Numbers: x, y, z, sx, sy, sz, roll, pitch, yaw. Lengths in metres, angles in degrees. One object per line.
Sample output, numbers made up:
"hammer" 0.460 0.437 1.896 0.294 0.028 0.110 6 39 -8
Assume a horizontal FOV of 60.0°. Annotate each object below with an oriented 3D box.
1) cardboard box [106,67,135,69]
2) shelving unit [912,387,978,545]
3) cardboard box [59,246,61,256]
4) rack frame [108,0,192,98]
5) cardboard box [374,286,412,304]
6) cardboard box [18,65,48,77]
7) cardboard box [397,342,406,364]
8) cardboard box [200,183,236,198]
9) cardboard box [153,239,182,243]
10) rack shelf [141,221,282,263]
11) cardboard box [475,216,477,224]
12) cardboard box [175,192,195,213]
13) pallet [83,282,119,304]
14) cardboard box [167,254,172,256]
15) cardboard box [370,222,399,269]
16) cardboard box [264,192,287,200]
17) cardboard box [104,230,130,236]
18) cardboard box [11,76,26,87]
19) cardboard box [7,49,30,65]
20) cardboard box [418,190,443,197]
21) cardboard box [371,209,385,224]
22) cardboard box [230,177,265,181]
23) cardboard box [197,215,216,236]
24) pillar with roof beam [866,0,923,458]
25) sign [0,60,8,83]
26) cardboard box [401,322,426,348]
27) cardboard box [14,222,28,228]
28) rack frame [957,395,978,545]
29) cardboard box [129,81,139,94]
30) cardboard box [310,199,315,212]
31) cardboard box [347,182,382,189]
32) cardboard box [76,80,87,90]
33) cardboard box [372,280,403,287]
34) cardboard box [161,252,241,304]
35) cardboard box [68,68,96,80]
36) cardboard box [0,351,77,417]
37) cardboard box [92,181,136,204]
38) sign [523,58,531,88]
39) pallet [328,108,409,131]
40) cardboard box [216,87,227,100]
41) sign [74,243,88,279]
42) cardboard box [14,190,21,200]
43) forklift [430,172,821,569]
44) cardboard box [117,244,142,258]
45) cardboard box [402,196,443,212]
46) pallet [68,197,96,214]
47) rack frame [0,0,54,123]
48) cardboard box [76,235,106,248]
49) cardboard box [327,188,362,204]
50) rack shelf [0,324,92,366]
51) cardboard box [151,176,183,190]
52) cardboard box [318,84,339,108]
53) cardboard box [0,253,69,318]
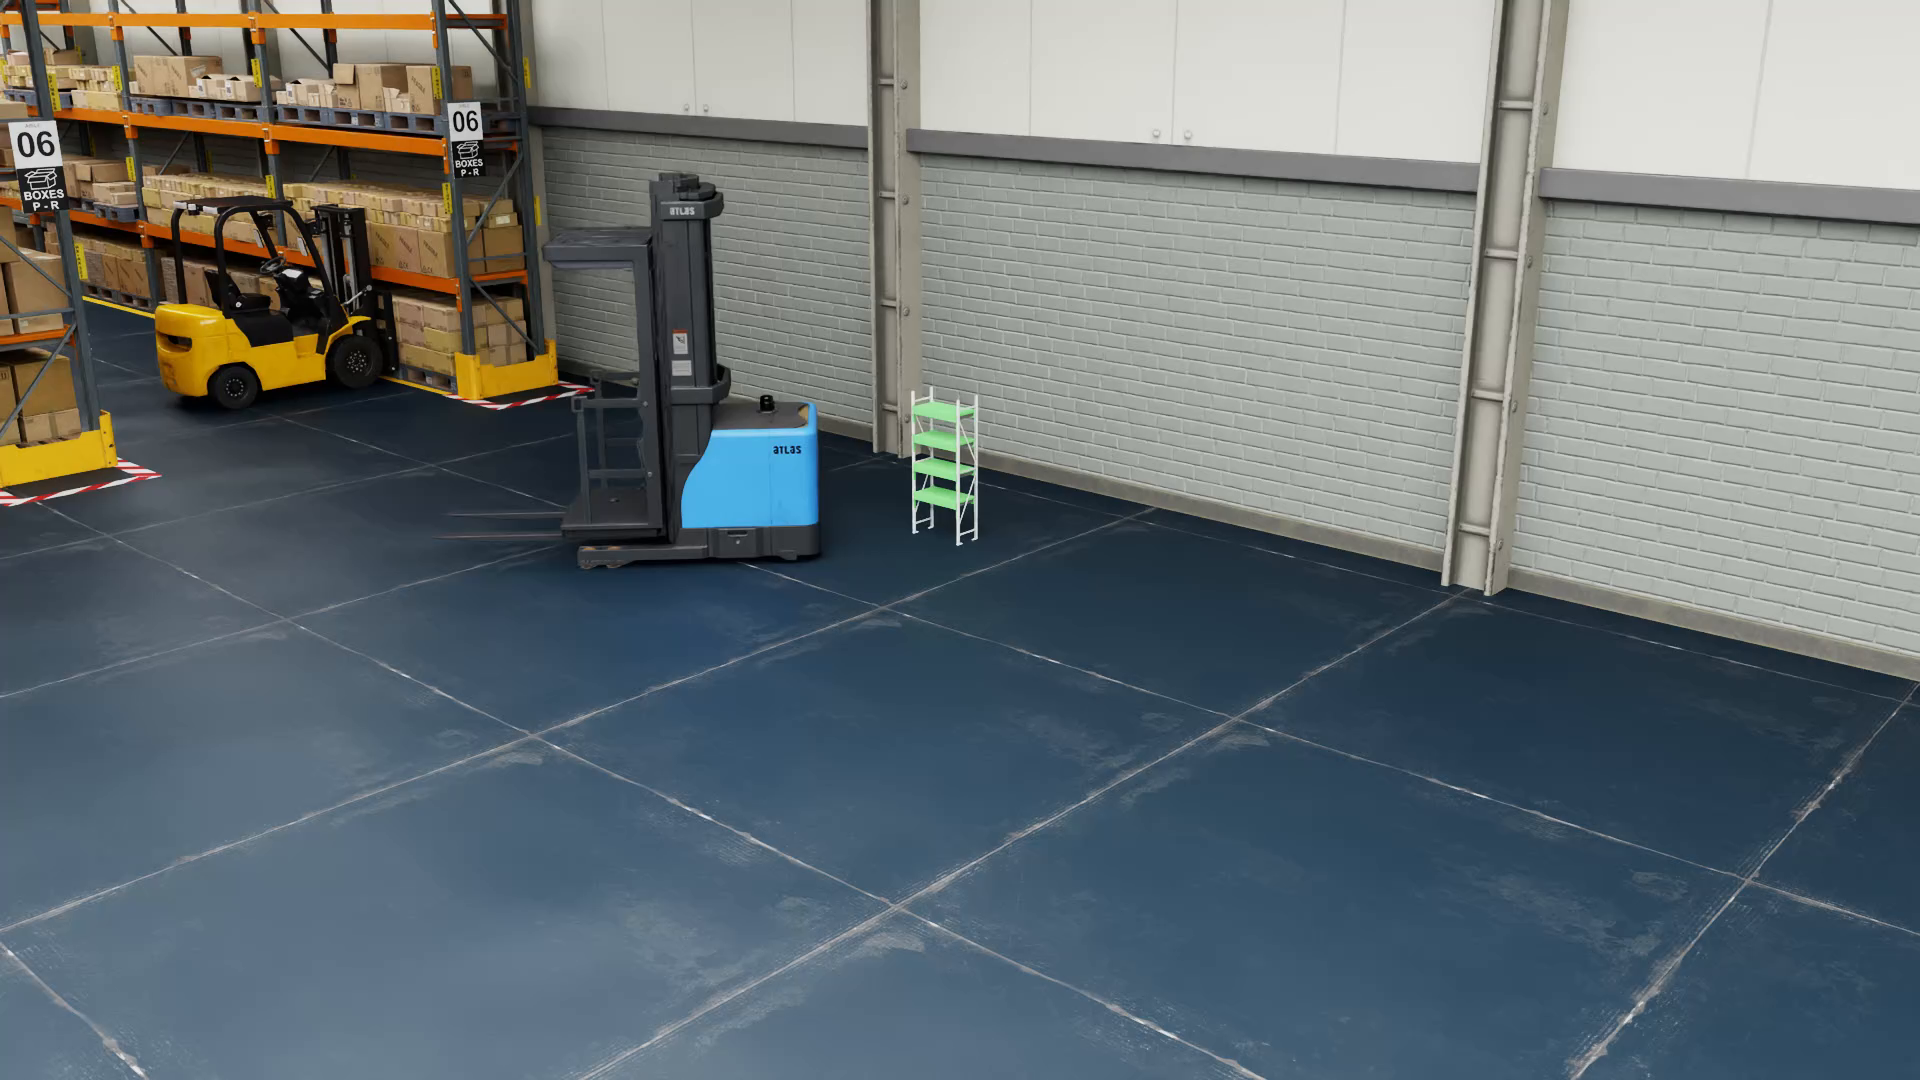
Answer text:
"cardboard box" -12.238 -6.828 24.305 0.250 0.149 0.380 15 23 39
"shelving unit" -0.124 -0.605 13.535 0.503 1.200 0.258 15 23 39
"cardboard box" -13.533 -4.319 25.702 0.500 0.500 0.500 15 23 39
"rack frame" -11.158 -7.620 22.745 0.127 3.000 1.000 15 23 39
"cardboard box" -6.870 -2.846 19.818 0.500 0.250 0.500 14 23 38
"cardboard box" -13.809 -7.006 24.833 0.250 0.149 0.380 14 23 38
"cardboard box" -6.470 -2.271 19.660 0.500 0.250 0.500 15 23 40
"cardboard box" -9.794 -4.618 21.966 0.250 0.149 0.380 14 23 38
"cardboard box" -11.903 -4.420 24.947 0.250 0.149 0.380 14 22 37
"rack shelf" -9.662 -4.016 22.496 4.000 0.370 1.077 15 23 39
"cardboard box" -5.483 -3.673 18.988 0.250 0.149 0.380 15 23 39
"cardboard box" -10.235 -4.573 22.483 0.500 0.250 0.500 14 23 38
"pallet" -12.600 -3.835 25.346 1.213 0.211 1.003 15 23 39
"cardboard box" -11.641 -4.020 24.758 0.500 0.500 0.500 15 23 39
"cardboard box" -6.482 -3.450 19.359 0.500 0.500 0.500 14 23 38
"cardboard box" -8.569 -4.332 21.066 0.250 0.149 0.380 16 24 41
"cardboard box" -13.086 -4.729 25.919 0.250 0.149 0.380 14 22 37
"cardboard box" -14.020 -6.911 25.028 0.250 0.149 0.380 15 23 40
"cardboard box" -14.156 -7.321 25.142 0.258 0.266 0.396 15 23 39
"cardboard box" -6.184 -4.054 19.697 0.250 0.149 0.380 14 23 38
"cardboard box" -6.596 -3.769 19.292 0.250 0.149 0.380 15 23 40
"cardboard box" -9.742 -4.870 22.760 0.250 0.149 0.380 15 23 38
"cardboard box" -9.839 -4.236 22.248 0.500 0.250 0.500 16 24 41
"pillar with roof beam" -3.467 -4.179 11.902 0.400 9.000 9.100 15 23 39
"sign" -14.504 -7.115 25.260 0.005 0.325 0.100 15 23 39
"cardboard box" -6.114 -2.412 19.278 0.500 0.250 0.500 15 23 39
"cardboard box" -16.134 -5.051 28.005 0.500 0.500 0.700 16 24 41
"rack frame" 0.059 -0.556 13.381 0.015 1.200 0.240 15 23 39
"cardboard box" -11.099 -6.188 22.718 0.250 0.166 0.380 15 23 39
"cardboard box" -7.694 -4.093 20.312 0.250 0.149 0.380 15 23 39
"cardboard box" -7.360 -4.350 20.631 0.250 0.149 0.380 15 23 39
"cardboard box" -12.528 -6.590 24.047 0.250 0.149 0.380 16 24 41
"cardboard box" -6.912 -3.065 20.510 0.500 0.250 0.500 15 23 40
"cardboard box" -10.701 -3.700 23.544 0.625 0.625 0.875 16 24 41
"cardboard box" -12.582 -6.713 23.944 0.250 0.149 0.380 15 23 39
"cardboard box" -8.904 -1.506 16.011 0.500 0.500 0.500 14 22 37
"cardboard box" -12.162 -5.028 24.048 0.500 0.250 0.500 14 22 37
"sign" -4.802 -5.162 18.385 0.005 0.325 0.100 15 23 39
"pallet" -6.603 -4.934 19.388 1.213 0.211 1.003 15 23 39
"cardboard box" -9.190 -5.667 21.107 0.250 0.149 0.380 15 23 39
"sign" -8.107 -2.566 15.306 0.005 0.325 0.100 15 23 39
"cardboard box" -14.765 -5.498 26.392 0.250 0.149 0.380 16 24 41
"forklift" -2.640 -1.339 12.985 3.031 2.935 1.130 -1 18 -4
"cardboard box" -12.088 -4.231 24.350 0.250 0.149 0.380 14 22 37
"cardboard box" -6.138 -3.833 19.000 0.250 0.149 0.380 15 23 40
"pallet" -12.616 -5.058 24.909 1.213 0.211 1.003 15 23 39
"rack frame" -8.467 -4.890 14.143 0.127 3.000 1.000 15 23 39
"cardboard box" -13.224 -4.551 25.360 0.250 0.149 0.380 15 23 39
"cardboard box" -7.336 -4.122 19.913 0.250 0.149 0.380 15 23 38
"rack shelf" -9.962 -2.089 16.424 4.000 0.370 1.077 15 23 39
"cardboard box" -10.915 -4.933 22.960 0.250 0.149 0.380 16 23 40
"cardboard box" -7.258 -5.204 19.454 0.258 0.266 0.396 14 23 38
"cardboard box" -8.637 -2.378 15.488 0.500 0.500 0.500 15 23 38
